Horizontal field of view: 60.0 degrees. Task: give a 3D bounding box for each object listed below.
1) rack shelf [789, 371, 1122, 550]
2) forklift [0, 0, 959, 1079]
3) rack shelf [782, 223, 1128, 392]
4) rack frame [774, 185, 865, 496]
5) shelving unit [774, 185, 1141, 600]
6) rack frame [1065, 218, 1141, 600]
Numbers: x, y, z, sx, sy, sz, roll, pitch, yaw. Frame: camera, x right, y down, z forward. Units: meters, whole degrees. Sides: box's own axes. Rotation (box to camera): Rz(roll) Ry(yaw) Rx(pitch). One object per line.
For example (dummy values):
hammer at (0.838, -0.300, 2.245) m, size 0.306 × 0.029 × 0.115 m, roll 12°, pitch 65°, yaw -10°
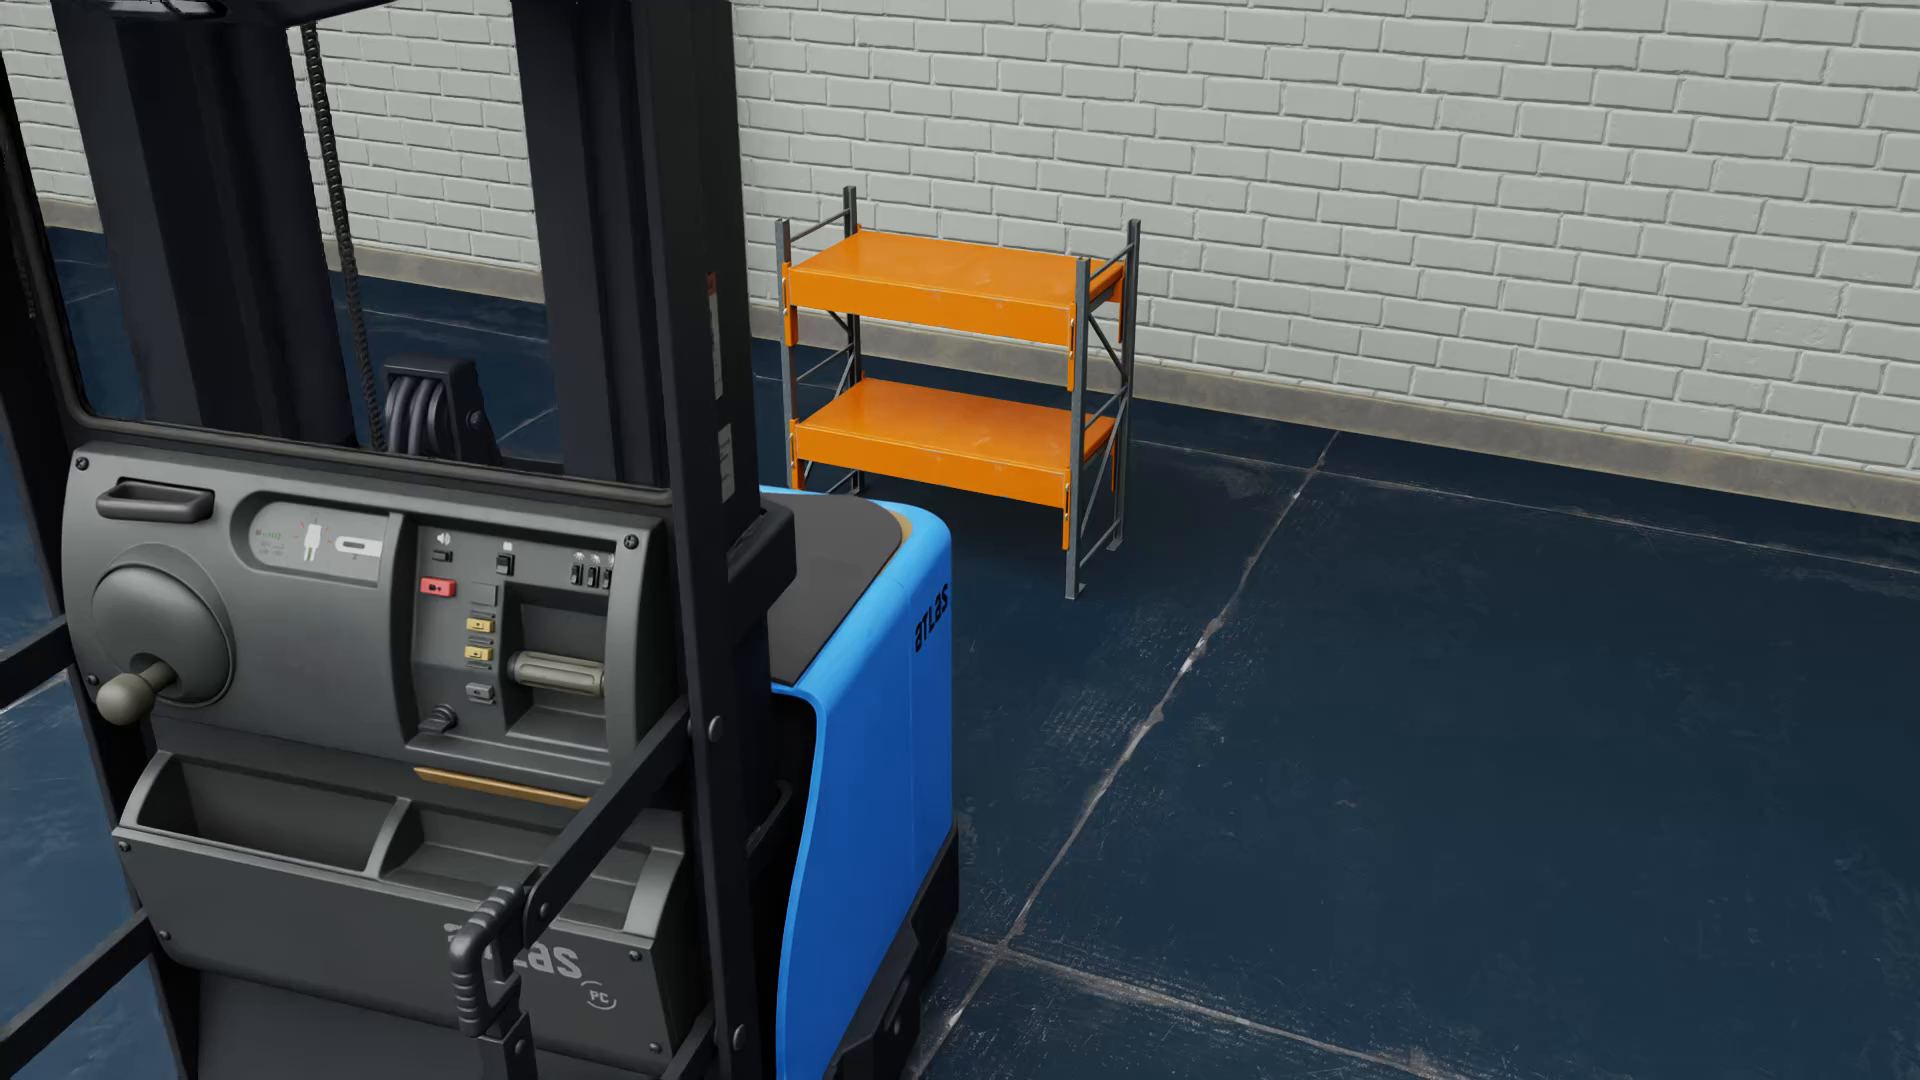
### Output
rack shelf at (-0.006, -0.287, 5.612) m, size 1.000 × 0.278 × 0.538 m, roll 11°, pitch 28°, yaw 22°
forklift at (-0.921, 0.141, 2.146) m, size 1.130 × 2.935 × 3.031 m, roll 8°, pitch 27°, yaw 15°
rack shelf at (-0.006, -0.768, 5.375) m, size 1.000 × 0.278 × 0.538 m, roll 11°, pitch 28°, yaw 22°
rack frame at (-0.469, -0.599, 5.693) m, size 0.032 × 1.125 × 0.500 m, roll 11°, pitch 28°, yaw 22°
shelving unit at (-0.006, -0.506, 5.504) m, size 1.048 × 1.125 × 0.538 m, roll 11°, pitch 28°, yaw 22°
rack frame at (0.457, -0.413, 5.315) m, size 0.032 × 1.125 × 0.500 m, roll 11°, pitch 28°, yaw 22°
